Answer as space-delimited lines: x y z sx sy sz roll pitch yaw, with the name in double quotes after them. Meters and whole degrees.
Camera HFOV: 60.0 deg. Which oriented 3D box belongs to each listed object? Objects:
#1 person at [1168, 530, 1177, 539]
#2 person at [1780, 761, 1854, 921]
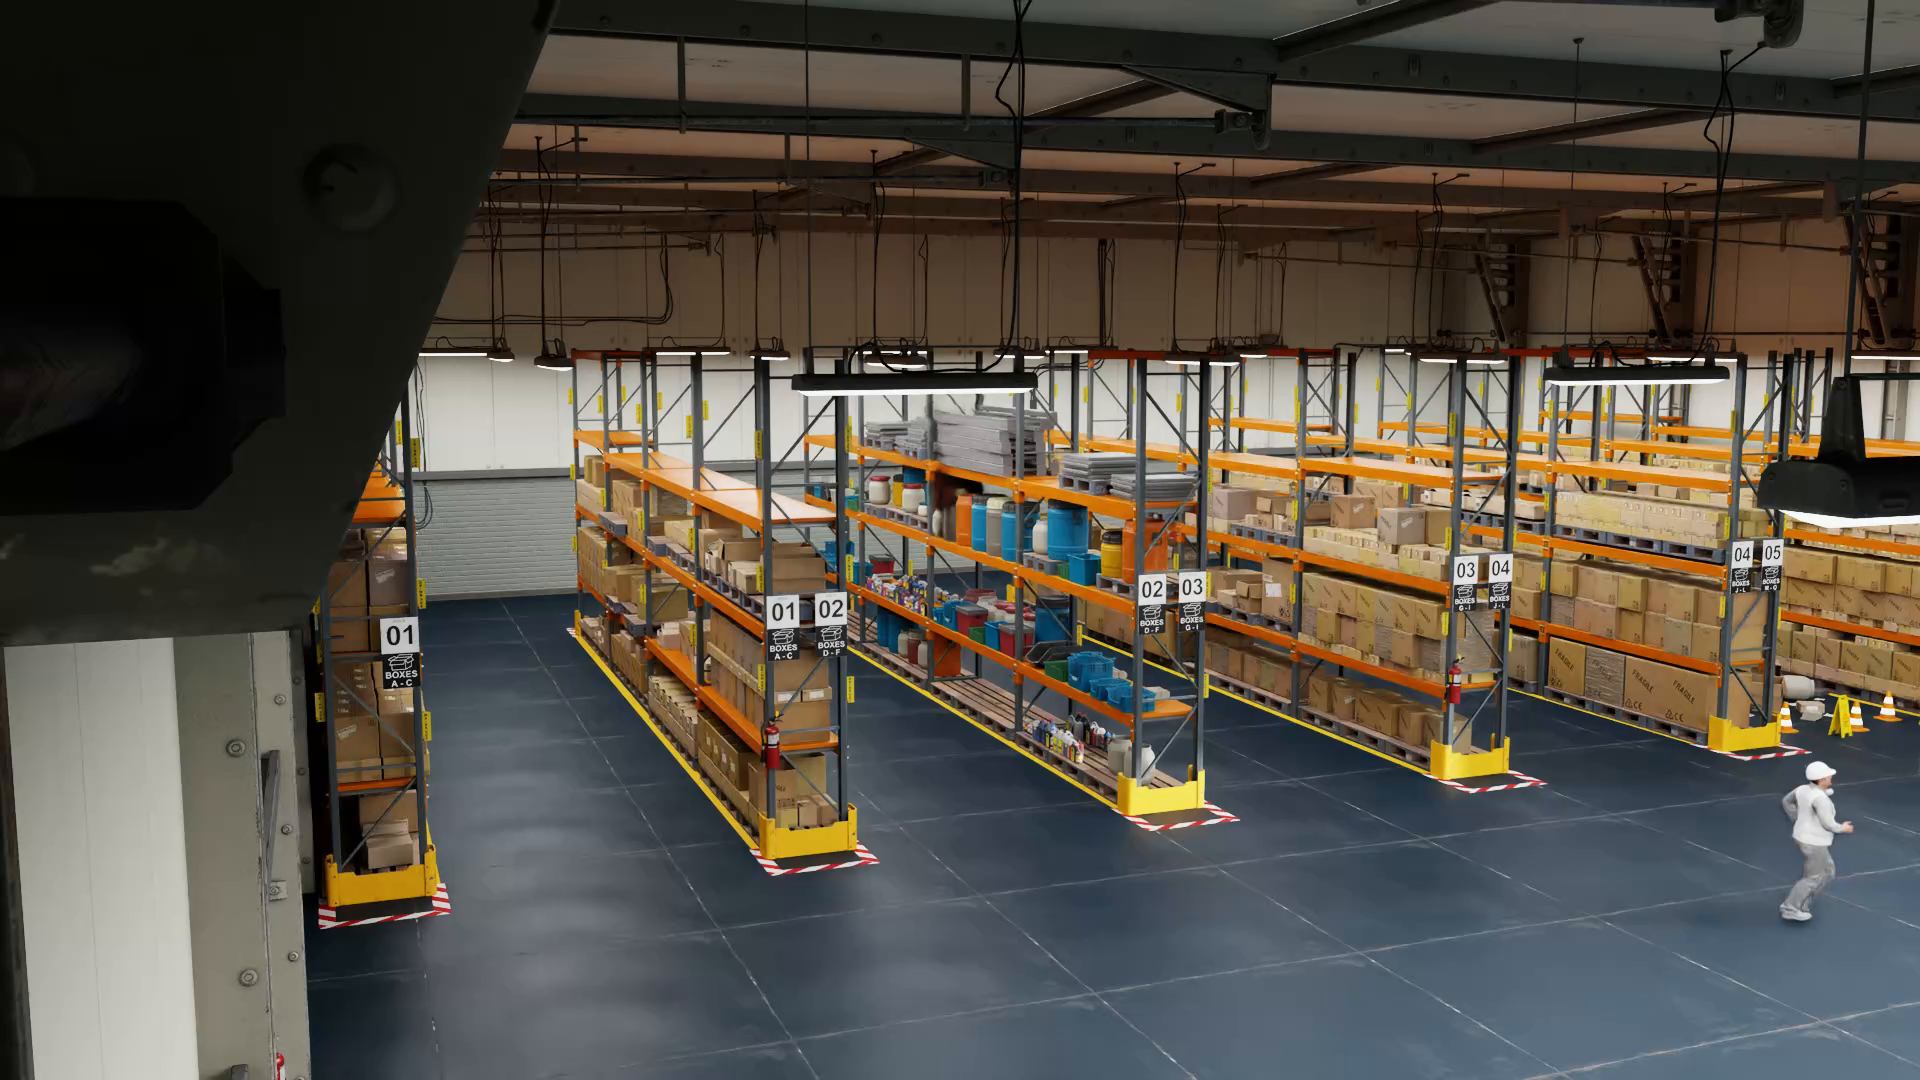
5.166 0.388 41.273 0.526 1.640 0.740 -2 7 -16 "person"
9.206 3.254 17.878 0.692 1.793 0.685 1 7 7 "person"
